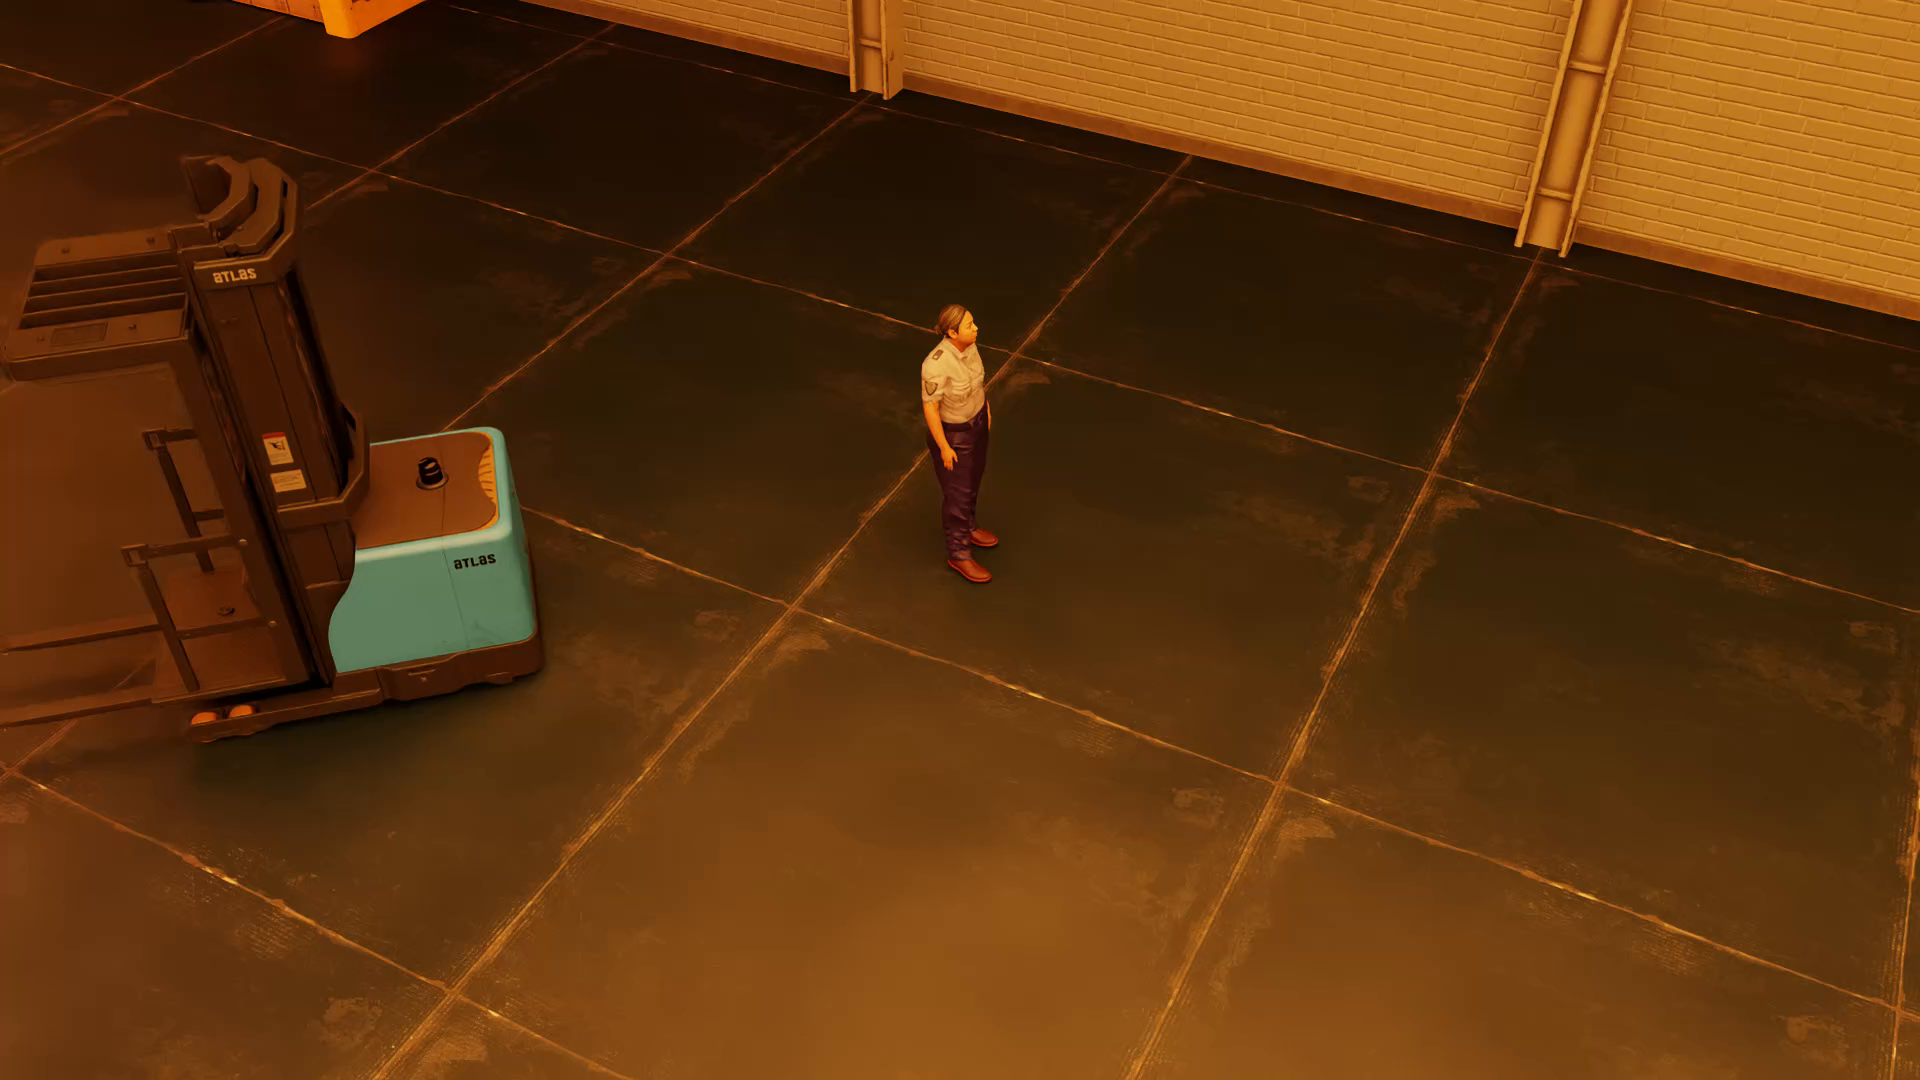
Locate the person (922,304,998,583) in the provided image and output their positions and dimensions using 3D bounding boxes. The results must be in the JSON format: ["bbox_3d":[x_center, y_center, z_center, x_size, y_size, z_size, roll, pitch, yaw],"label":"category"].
[{"bbox_3d":[0.069,-0.596,9.679,0.502,1.651,0.598,18,43,21],"label":"person"}]

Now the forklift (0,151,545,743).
[{"bbox_3d":[-3.911,-0.409,8.473,3.031,2.935,1.130,-10,41,-11],"label":"forklift"}]
